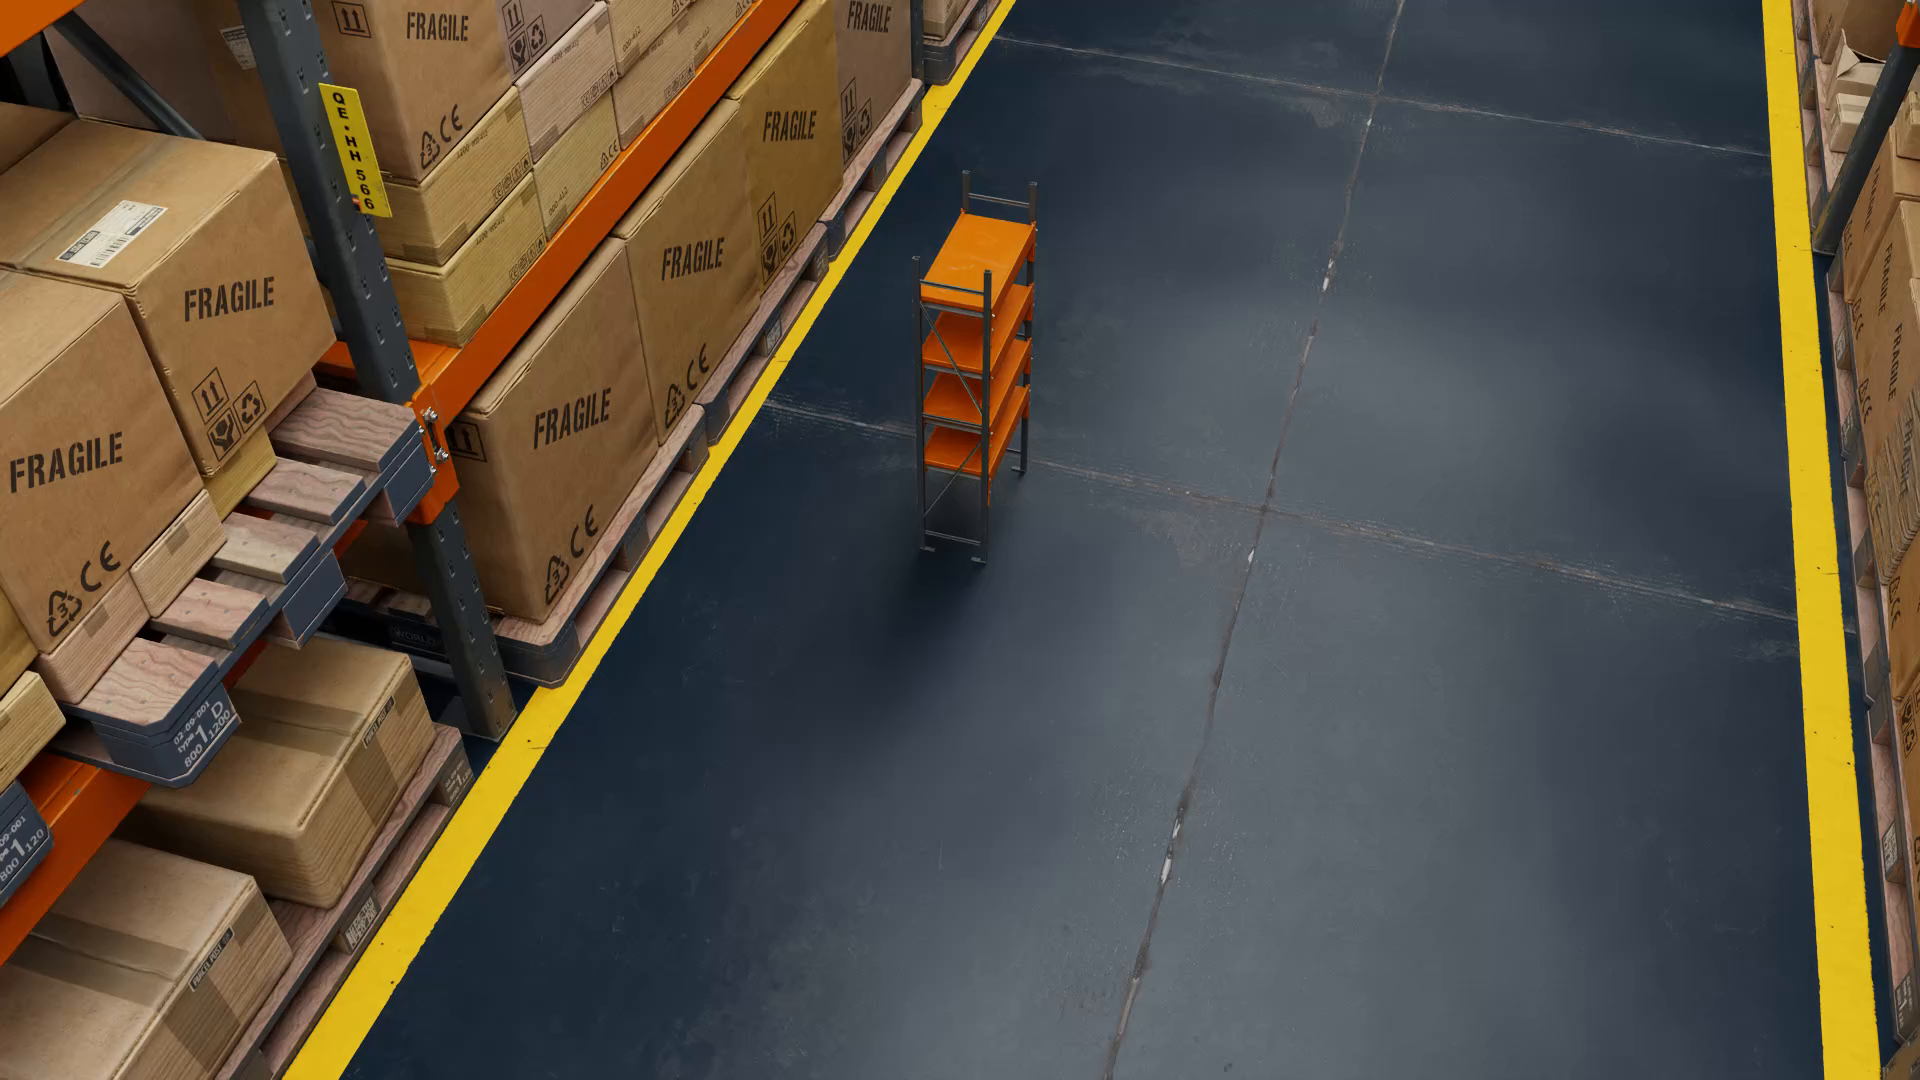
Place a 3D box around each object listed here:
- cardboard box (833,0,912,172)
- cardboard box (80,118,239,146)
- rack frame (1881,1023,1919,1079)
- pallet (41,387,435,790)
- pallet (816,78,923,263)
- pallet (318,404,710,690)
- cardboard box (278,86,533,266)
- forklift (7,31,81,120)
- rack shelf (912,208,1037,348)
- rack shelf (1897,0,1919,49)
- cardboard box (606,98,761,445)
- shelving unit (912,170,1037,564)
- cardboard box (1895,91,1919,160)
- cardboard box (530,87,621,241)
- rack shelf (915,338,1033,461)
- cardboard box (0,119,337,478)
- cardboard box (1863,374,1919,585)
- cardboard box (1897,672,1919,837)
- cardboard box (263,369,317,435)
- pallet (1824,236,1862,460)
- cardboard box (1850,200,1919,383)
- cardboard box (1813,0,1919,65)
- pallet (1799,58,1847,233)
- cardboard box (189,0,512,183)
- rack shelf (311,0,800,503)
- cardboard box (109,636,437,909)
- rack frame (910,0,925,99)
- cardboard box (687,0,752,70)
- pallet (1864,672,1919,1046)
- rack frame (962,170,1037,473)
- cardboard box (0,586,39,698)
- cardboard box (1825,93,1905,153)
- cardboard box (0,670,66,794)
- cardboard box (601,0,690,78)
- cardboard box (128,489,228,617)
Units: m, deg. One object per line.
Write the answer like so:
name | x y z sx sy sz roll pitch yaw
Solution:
cardboard box | -0.774 -2.217 7.090 0.875 0.875 0.875 14 46 14
cardboard box | -1.969 -1.092 4.471 0.500 0.250 0.500 12 46 12
rack frame | 2.858 0.458 3.137 1.000 3.000 0.127 13 46 13
pallet | -1.988 -0.024 3.767 1.213 0.211 1.003 13 46 13
pallet | -0.824 -1.730 7.367 1.003 0.211 1.213 13 46 13
pallet | -1.563 -0.103 5.705 1.003 0.211 1.213 13 46 13
cardboard box | -1.485 -1.001 4.378 0.500 0.250 0.500 12 46 12
forklift | -3.048 -1.467 5.153 1.130 2.935 3.031 12 46 12
rack shelf | 0.050 -0.820 5.168 0.258 0.148 0.480 13 46 13
rack shelf | 3.464 -0.618 4.751 1.077 0.370 4.000 13 46 13
cardboard box | -1.311 -1.017 5.864 0.875 0.875 0.875 13 46 13
shelving unit | 0.050 -0.539 5.443 0.258 1.200 0.503 13 46 13
cardboard box | 3.707 -1.513 6.175 0.380 0.149 0.250 15 46 14
cardboard box | -1.347 -1.156 4.894 0.500 0.250 0.500 11 46 11
rack shelf | 0.050 -0.491 5.490 0.258 0.148 0.480 13 46 13
cardboard box | -1.746 -0.521 3.553 0.500 0.500 0.500 11 46 11
cardboard box | 3.239 -0.156 5.252 0.500 0.500 0.500 11 45 11
cardboard box | 2.943 0.543 4.537 0.500 0.500 0.500 12 46 12
cardboard box | -1.748 -0.382 3.875 0.380 0.149 0.250 14 46 14
pallet | 3.859 -0.661 6.275 1.003 0.211 1.213 13 46 13
cardboard box | 3.557 -0.833 5.943 0.500 0.500 0.500 12 46 12
cardboard box | 4.395 -2.490 7.636 0.700 0.500 0.500 11 45 11
pallet | 4.279 -1.669 7.304 1.003 0.211 1.213 13 46 13
cardboard box | -1.491 -1.260 4.107 0.500 0.500 0.500 11 45 11
rack shelf | -1.268 -1.666 5.823 1.077 0.370 4.000 13 46 13
cardboard box | -2.054 0.573 4.598 0.950 0.372 0.625 10 45 10
rack frame | -0.662 -3.257 6.933 1.000 3.000 0.127 13 46 13
cardboard box | -1.036 -1.834 5.587 0.500 0.250 0.500 13 46 13
pallet | 3.121 0.966 4.612 1.003 0.211 1.213 13 46 13
rack frame | 0.124 -0.702 5.609 0.240 1.200 0.015 13 46 13
cardboard box | -2.044 0.163 2.854 0.500 0.500 0.500 10 45 10
cardboard box | 3.959 -1.772 7.155 0.380 0.149 0.250 11 45 11
cardboard box | -1.948 0.342 3.135 0.380 0.149 0.250 13 46 13
cardboard box | -1.164 -1.675 5.067 0.500 0.250 0.500 12 46 12
cardboard box | -1.794 -0.011 3.496 0.380 0.149 0.250 12 46 12
